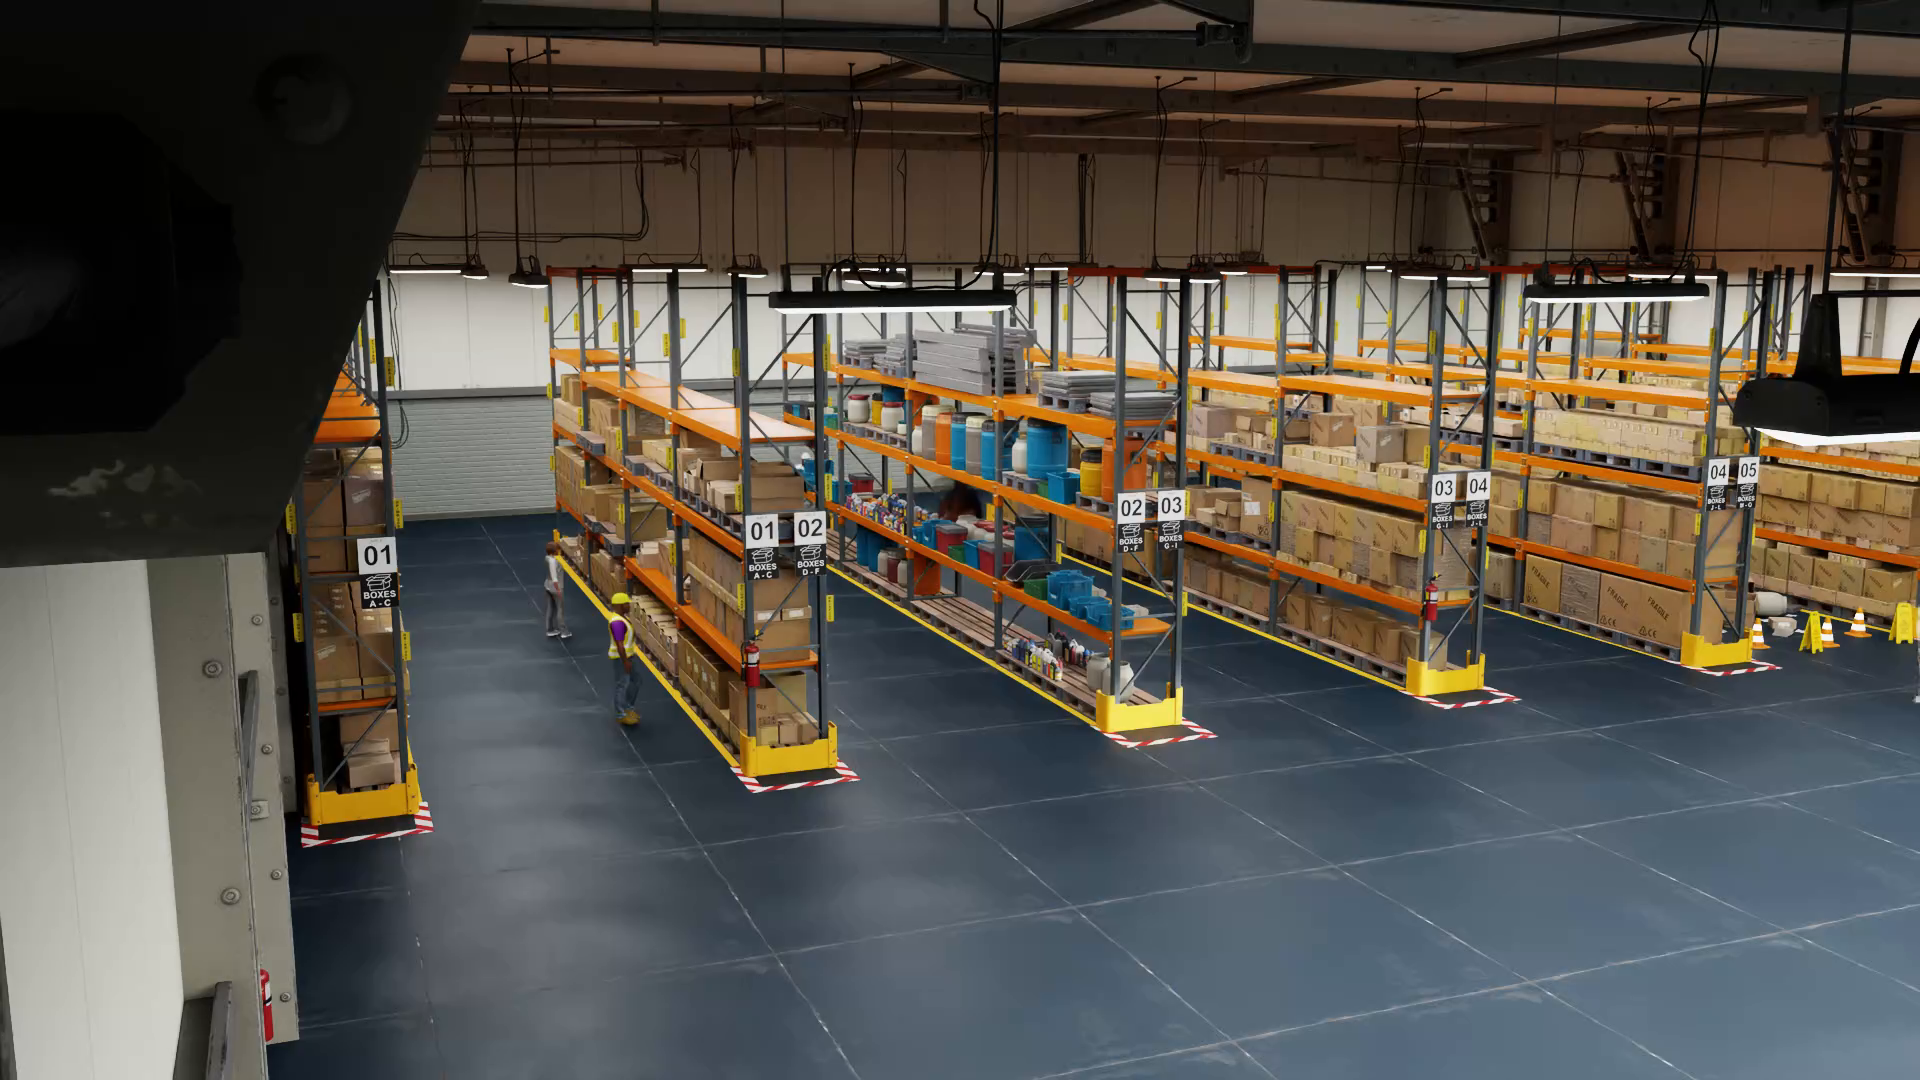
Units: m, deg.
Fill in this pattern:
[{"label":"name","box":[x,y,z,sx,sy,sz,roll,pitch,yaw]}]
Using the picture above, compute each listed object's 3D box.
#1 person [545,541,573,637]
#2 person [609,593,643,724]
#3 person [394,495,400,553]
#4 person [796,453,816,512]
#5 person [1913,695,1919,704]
[{"label":"person","box":[-6.623,0.809,27.354,0.398,1.593,0.468,-7,12,-36]},{"label":"person","box":[-4.543,1.609,22.428,0.422,1.813,0.585,1,10,7]},{"label":"person","box":[-12.182,-0.514,35.039,0.654,1.630,0.613,-4,11,-20]},{"label":"person","box":[-3.595,-1.143,38.140,0.768,1.732,0.611,3,10,15]},{"label":"person","box":[13.699,1.513,23.203,0.589,1.698,0.400,8,13,40]}]
